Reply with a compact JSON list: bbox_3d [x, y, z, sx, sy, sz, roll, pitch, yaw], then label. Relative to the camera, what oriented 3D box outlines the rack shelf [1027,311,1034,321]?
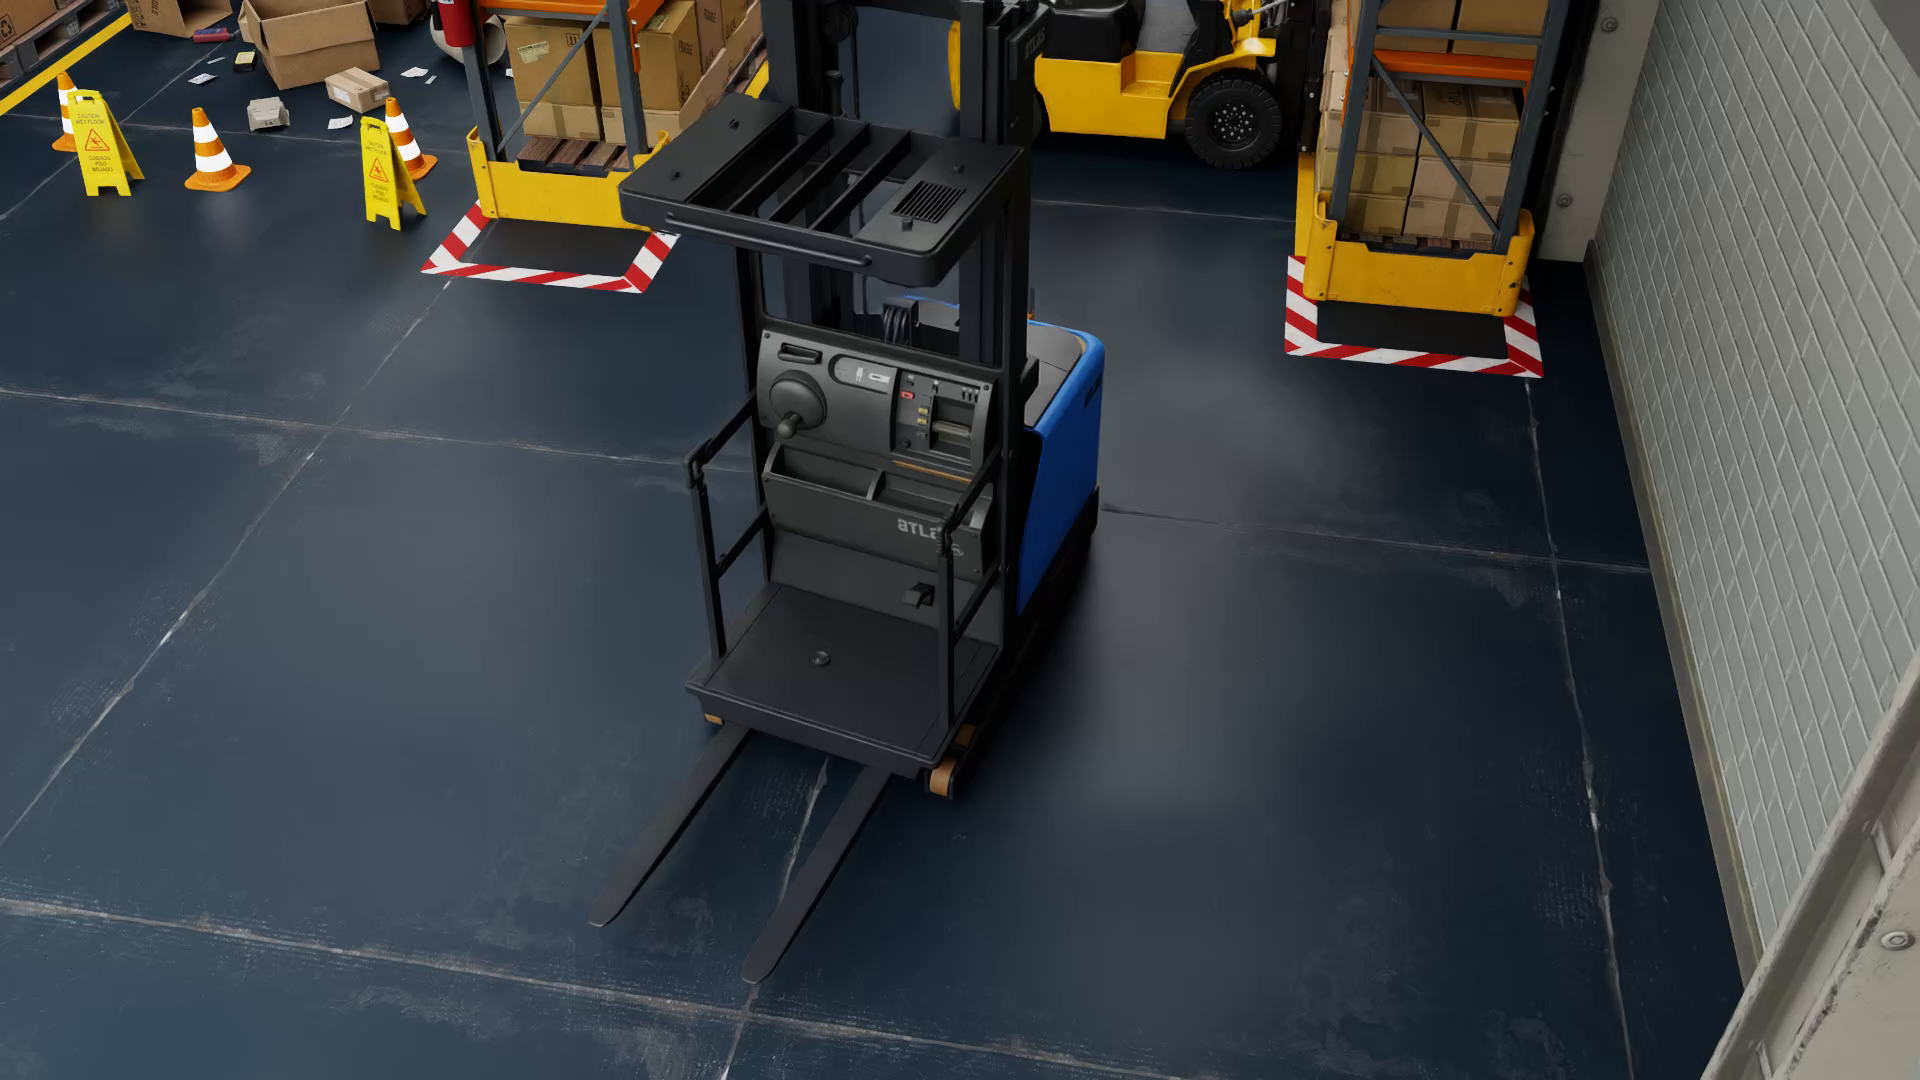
[{"bbox_3d":[0.194,-0.896,7.581,0.215,0.259,0.240,15,42,17],"label":"rack shelf"}]

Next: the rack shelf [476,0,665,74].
[{"bbox_3d":[-1.995,-4.101,10.921,1.077,0.370,4.000,6,40,8],"label":"rack shelf"}]

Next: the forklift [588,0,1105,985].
[{"bbox_3d":[-0.403,-0.433,5.974,1.130,2.935,3.031,15,42,17],"label":"forklift"}]

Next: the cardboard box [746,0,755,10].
[{"bbox_3d":[-1.661,-3.984,11.454,0.500,0.500,0.500,8,40,10],"label":"cardboard box"}]

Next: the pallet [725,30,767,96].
[{"bbox_3d":[-1.939,-3.365,11.655,1.003,0.211,1.213,6,40,8],"label":"pallet"}]

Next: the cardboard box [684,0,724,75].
[{"bbox_3d":[-1.840,-3.334,10.668,0.500,0.500,0.500,5,40,6],"label":"cardboard box"}]

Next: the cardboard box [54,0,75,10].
[{"bbox_3d":[-6.872,-4.506,12.183,0.875,0.875,0.875,7,40,8],"label":"cardboard box"}]

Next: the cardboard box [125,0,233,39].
[{"bbox_3d":[-5.800,-4.066,12.274,0.500,0.500,0.500,13,41,15],"label":"cardboard box"}]

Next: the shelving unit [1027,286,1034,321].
[{"bbox_3d":[0.194,-0.685,7.755,0.215,1.050,0.252,15,42,17],"label":"shelving unit"}]

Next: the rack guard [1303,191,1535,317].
[{"bbox_3d":[2.544,-1.600,9.292,1.175,0.500,0.348,6,40,8],"label":"rack guard"}]

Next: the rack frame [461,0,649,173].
[{"bbox_3d":[-2.341,-3.123,9.173,1.000,3.000,0.127,6,40,8],"label":"rack frame"}]

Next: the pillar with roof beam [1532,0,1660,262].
[{"bbox_3d":[-0.684,-5.702,7.585,9.100,9.000,0.400,6,40,8],"label":"pillar with roof beam"}]

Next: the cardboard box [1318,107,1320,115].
[{"bbox_3d":[2.577,-2.962,10.807,0.500,0.250,0.500,8,40,9],"label":"cardboard box"}]

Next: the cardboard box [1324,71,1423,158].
[{"bbox_3d":[2.321,-2.389,9.329,0.500,0.250,0.500,8,40,9],"label":"cardboard box"}]

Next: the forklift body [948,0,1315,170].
[{"bbox_3d":[1.080,-3.642,10.467,2.313,2.155,1.214,6,40,8],"label":"forklift body"}]

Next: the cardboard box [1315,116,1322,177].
[{"bbox_3d":[2.414,-2.321,10.032,0.500,0.250,0.500,6,40,8],"label":"cardboard box"}]

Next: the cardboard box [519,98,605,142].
[{"bbox_3d":[-2.462,-2.777,10.583,0.500,0.250,0.500,6,40,7],"label":"cardboard box"}]

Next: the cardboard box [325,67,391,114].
[{"bbox_3d":[-4.104,-3.069,11.346,0.380,0.149,0.250,28,47,30],"label":"cardboard box"}]

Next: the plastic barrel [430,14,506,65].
[{"bbox_3d":[-3.475,-3.593,11.764,0.421,0.421,0.512,-28,47,-30],"label":"plastic barrel"}]

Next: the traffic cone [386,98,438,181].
[{"bbox_3d":[-3.537,-2.557,10.480,0.336,0.463,0.334,6,40,8],"label":"traffic cone"}]

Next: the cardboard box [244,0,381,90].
[{"bbox_3d":[-4.531,-3.542,11.640,0.797,0.503,0.637,-20,44,-23],"label":"cardboard box"}]

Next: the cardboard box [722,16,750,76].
[{"bbox_3d":[-1.752,-3.364,11.293,0.500,0.250,0.500,9,40,11],"label":"cardboard box"}]

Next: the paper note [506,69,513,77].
[{"bbox_3d":[-3.128,-3.303,11.721,0.142,0.019,0.148,-6,40,-8],"label":"paper note"}]

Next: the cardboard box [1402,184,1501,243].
[{"bbox_3d":[2.826,-1.967,9.603,0.500,0.250,0.500,7,40,8],"label":"cardboard box"}]

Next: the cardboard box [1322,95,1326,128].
[{"bbox_3d":[2.422,-2.526,9.888,0.500,0.250,0.500,6,40,7],"label":"cardboard box"}]

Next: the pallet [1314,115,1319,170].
[{"bbox_3d":[2.853,-2.751,10.912,1.003,0.211,1.213,6,40,8],"label":"pallet"}]

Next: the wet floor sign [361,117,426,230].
[{"bbox_3d":[-3.428,-2.214,9.922,0.267,0.644,0.232,20,44,23],"label":"wet floor sign"}]

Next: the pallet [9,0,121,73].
[{"bbox_3d":[-6.959,-3.805,12.186,1.003,0.211,1.213,6,40,8],"label":"pallet"}]

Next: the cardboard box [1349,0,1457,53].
[{"bbox_3d":[2.375,-2.954,8.891,0.500,0.500,0.500,6,40,7],"label":"cardboard box"}]

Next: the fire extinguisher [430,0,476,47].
[{"bbox_3d":[-2.815,-3.072,9.173,0.296,0.674,0.183,6,40,8],"label":"fire extinguisher"}]

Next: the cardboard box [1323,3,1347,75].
[{"bbox_3d":[2.481,-3.028,10.102,0.500,0.250,0.500,7,40,8],"label":"cardboard box"}]

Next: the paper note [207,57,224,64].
[{"bbox_3d":[-5.320,-3.430,11.891,0.032,0.001,0.123,28,47,30],"label":"paper note"}]

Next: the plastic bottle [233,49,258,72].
[{"bbox_3d":[-5.083,-3.419,11.837,0.133,0.061,0.283,-6,40,-8],"label":"plastic bottle"}]

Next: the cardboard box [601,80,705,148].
[{"bbox_3d":[-1.929,-2.701,10.491,0.500,0.250,0.500,6,40,7],"label":"cardboard box"}]

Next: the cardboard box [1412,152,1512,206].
[{"bbox_3d":[2.834,-2.145,9.426,0.500,0.250,0.500,7,40,8],"label":"cardboard box"}]

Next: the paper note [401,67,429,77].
[{"bbox_3d":[-3.843,-3.304,11.731,0.148,0.019,0.142,20,44,23],"label":"paper note"}]
